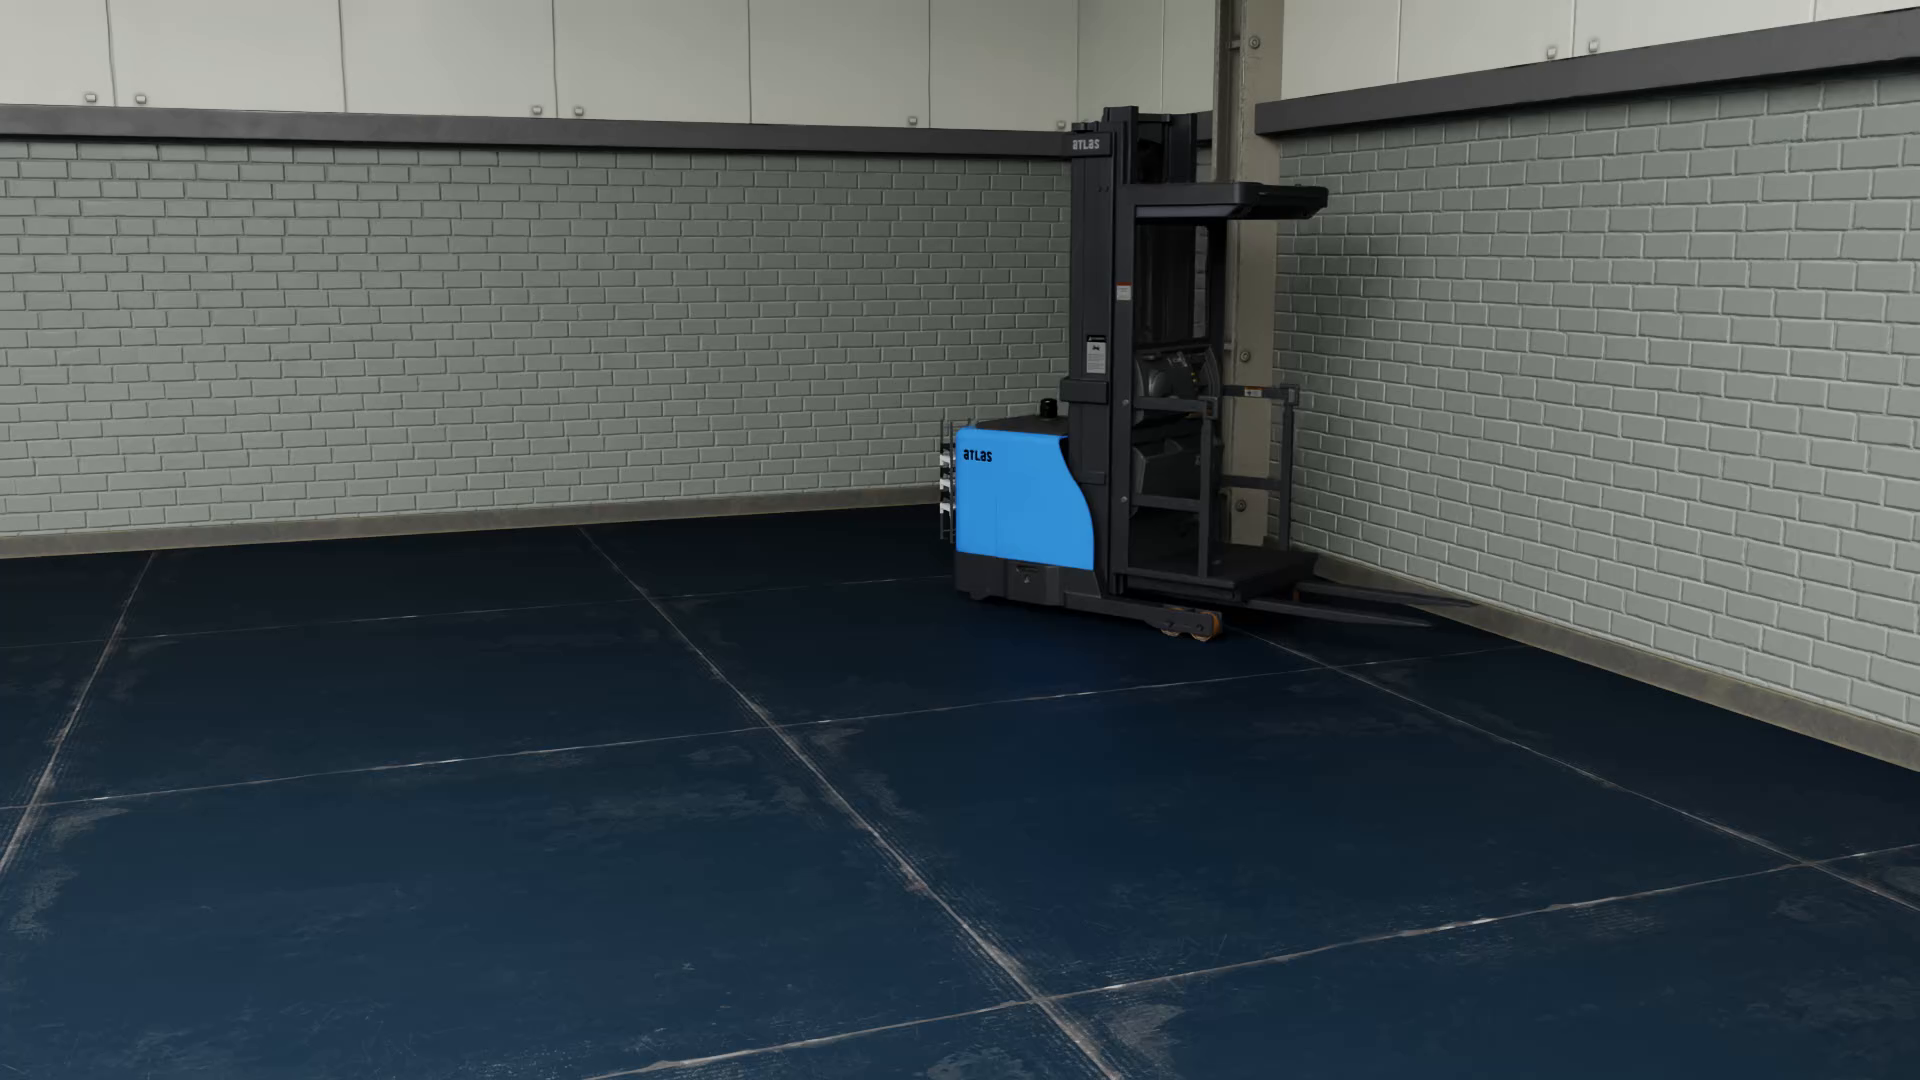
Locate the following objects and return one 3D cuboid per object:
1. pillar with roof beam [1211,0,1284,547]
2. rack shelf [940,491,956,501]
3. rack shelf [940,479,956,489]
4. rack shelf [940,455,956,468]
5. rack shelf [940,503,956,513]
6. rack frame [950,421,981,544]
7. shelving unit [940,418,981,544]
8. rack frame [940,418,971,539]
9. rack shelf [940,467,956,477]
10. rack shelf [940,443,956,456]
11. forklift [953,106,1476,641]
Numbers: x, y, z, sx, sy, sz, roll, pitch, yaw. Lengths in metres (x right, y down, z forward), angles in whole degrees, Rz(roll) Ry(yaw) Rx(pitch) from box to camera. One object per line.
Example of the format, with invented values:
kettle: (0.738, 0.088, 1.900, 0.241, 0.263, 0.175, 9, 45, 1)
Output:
pillar with roof beam: (-2.061, -4.057, 9.532, 9.100, 9.000, 0.400, -4, 11, -21)
rack shelf: (0.003, -0.320, 12.355, 0.258, 0.077, 0.200, -4, 11, -21)
rack shelf: (0.003, -0.409, 12.340, 0.258, 0.077, 0.200, -4, 11, -21)
rack shelf: (0.003, -0.586, 12.308, 0.258, 0.077, 0.200, -4, 11, -21)
rack shelf: (0.003, -0.232, 12.371, 0.258, 0.077, 0.200, -4, 11, -21)
rack frame: (0.040, -0.425, 12.241, 0.240, 0.900, 0.006, -4, 11, -21)
shelving unit: (0.003, -0.442, 12.334, 0.258, 0.900, 0.210, -4, 11, -21)
rack frame: (-0.034, -0.458, 12.427, 0.240, 0.900, 0.006, -4, 11, -21)
rack shelf: (0.003, -0.498, 12.324, 0.258, 0.077, 0.200, -4, 11, -21)
rack shelf: (0.003, -0.675, 12.292, 0.258, 0.077, 0.200, -4, 11, -21)
forklift: (1.440, -0.984, 9.585, 3.031, 2.935, 1.130, 8, 13, 36)
